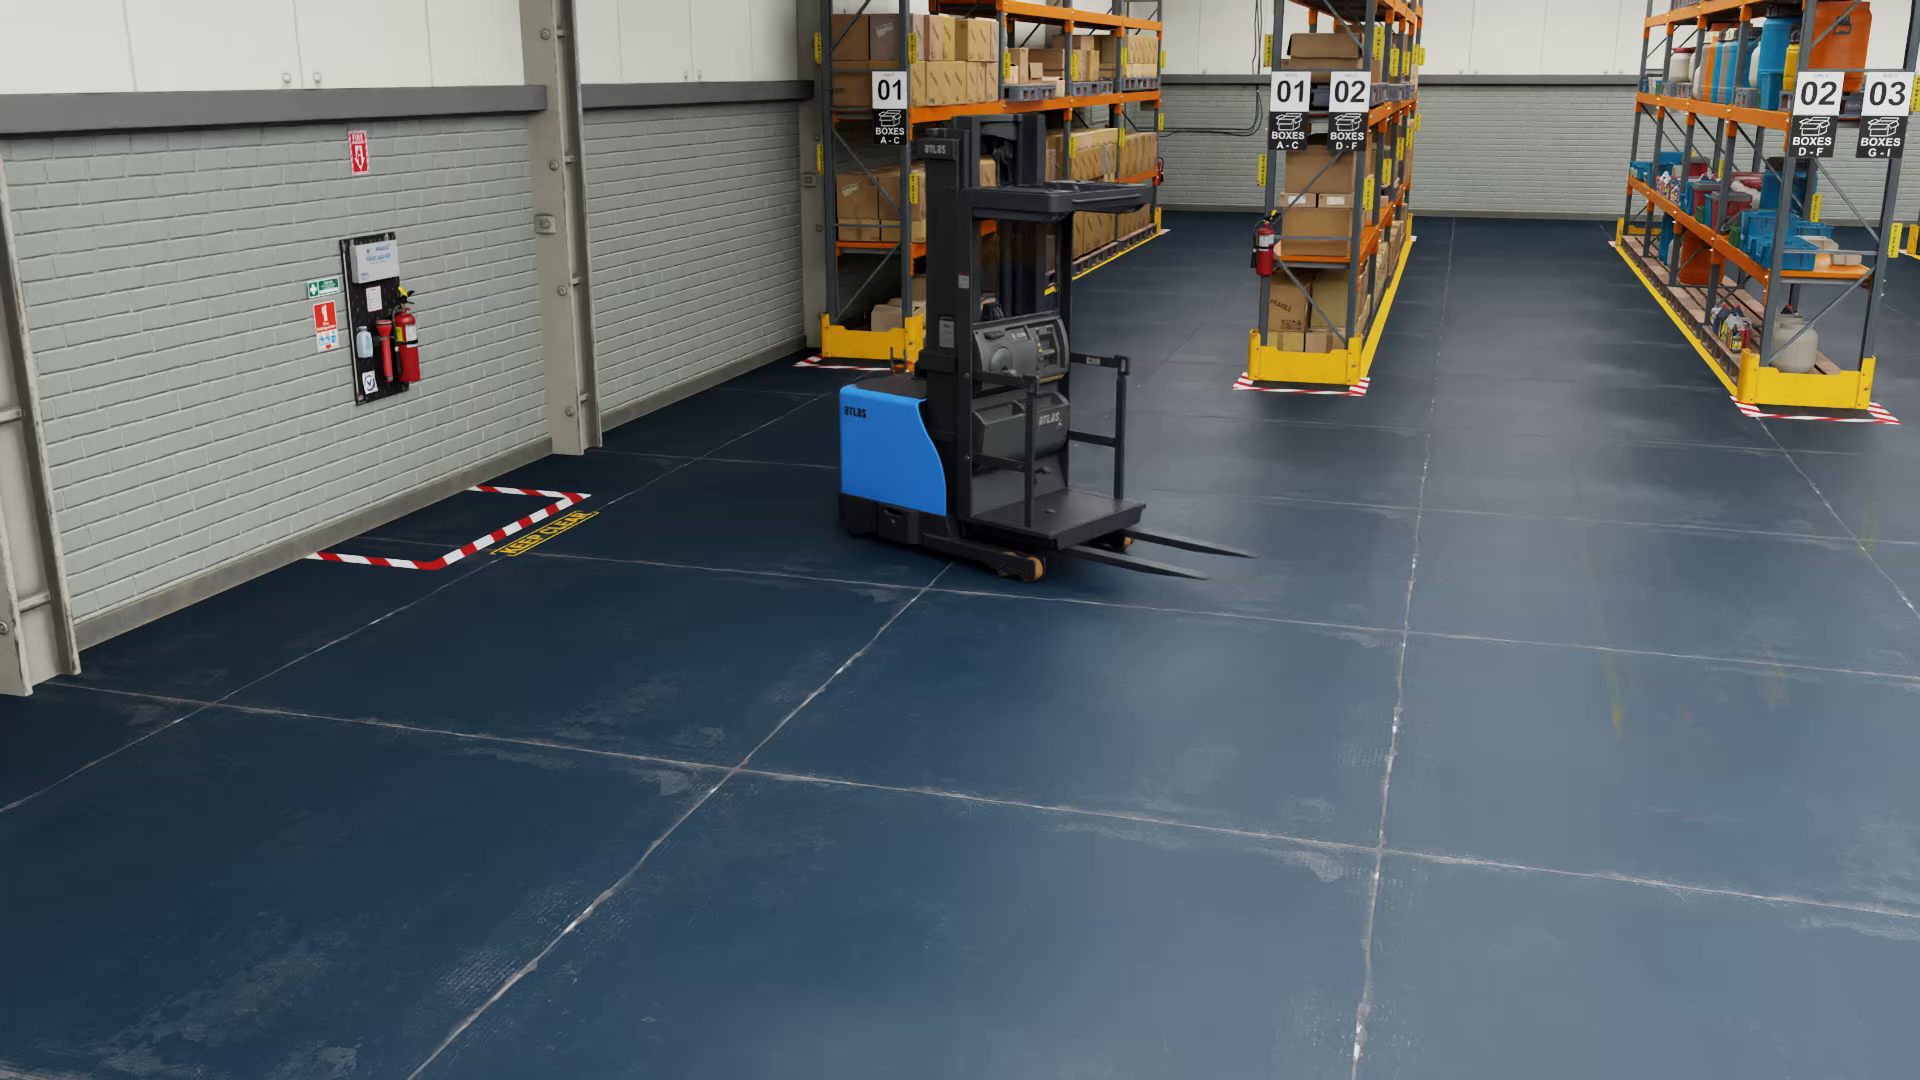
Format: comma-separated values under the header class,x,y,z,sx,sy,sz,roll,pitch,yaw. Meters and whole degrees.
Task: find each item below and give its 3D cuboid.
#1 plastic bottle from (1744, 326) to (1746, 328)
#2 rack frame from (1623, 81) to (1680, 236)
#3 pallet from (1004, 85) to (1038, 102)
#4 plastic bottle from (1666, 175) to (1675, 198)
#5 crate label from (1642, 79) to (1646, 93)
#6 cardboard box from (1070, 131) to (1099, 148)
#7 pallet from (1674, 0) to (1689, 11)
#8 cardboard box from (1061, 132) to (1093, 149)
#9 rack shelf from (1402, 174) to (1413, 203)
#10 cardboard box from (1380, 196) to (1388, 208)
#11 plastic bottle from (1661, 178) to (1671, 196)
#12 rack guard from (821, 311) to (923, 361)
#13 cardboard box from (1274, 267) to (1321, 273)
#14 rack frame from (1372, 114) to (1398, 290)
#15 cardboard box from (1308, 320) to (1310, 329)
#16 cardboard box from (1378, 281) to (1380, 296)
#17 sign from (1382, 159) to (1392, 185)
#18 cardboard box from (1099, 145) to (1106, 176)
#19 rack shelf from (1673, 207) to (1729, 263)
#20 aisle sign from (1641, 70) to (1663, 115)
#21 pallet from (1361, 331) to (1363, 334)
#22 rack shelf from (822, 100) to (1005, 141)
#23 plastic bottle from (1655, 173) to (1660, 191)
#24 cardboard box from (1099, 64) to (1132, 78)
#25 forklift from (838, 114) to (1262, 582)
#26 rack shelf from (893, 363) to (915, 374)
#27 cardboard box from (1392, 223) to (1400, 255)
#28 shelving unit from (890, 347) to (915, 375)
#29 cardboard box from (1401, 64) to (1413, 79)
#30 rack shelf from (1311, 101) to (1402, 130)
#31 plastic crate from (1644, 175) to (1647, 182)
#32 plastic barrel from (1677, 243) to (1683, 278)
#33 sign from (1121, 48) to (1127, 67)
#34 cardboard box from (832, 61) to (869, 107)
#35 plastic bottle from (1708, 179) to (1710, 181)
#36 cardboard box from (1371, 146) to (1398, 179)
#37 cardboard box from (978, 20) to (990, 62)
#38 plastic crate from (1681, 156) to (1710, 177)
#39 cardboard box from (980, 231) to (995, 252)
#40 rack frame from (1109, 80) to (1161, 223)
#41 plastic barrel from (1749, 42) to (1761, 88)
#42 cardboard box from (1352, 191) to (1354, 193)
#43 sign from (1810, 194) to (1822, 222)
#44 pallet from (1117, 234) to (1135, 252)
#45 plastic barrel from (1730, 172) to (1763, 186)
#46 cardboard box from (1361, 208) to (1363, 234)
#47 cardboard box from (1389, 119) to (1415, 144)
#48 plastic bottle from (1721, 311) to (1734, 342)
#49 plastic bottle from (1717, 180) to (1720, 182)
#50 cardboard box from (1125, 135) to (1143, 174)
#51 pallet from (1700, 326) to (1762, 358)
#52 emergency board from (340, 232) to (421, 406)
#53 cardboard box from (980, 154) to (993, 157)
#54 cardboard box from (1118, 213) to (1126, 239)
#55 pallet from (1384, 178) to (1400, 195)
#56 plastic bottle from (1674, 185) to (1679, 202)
class,x,y,z,sx,sy,sz,roll,pitch,yaw
plastic bottle,8.865,-2.318,18.826,0.097,0.201,0.097,0,16,0
rack frame,13.002,-6.978,30.934,1.000,3.000,0.127,5,16,16
pallet,0.370,-6.113,22.731,1.213,0.211,1.003,5,16,16
plastic bottle,10.934,-5.421,25.535,0.144,0.351,0.185,5,16,16
crate label,12.430,-8.133,29.783,0.408,0.251,0.502,5,16,16
cardboard box,2.035,-6.720,27.883,0.500,0.250,0.500,4,16,15
pallet,11.659,-8.316,25.735,1.003,0.211,1.213,5,16,16
cardboard box,1.896,-6.585,27.411,0.500,0.250,0.500,5,17,16
rack shelf,7.685,-6.494,30.545,1.077,0.370,4.000,5,16,16
cardboard box,5.989,-4.893,24.042,0.380,0.149,0.250,5,16,16
plastic bottle,11.105,-5.538,26.085,0.152,0.276,0.135,5,16,16
rack guard,-1.022,-2.378,19.296,1.175,0.500,0.348,5,16,16
cardboard box,3.987,-2.974,19.713,0.500,0.500,0.500,5,16,16
rack frame,5.980,-5.270,24.913,1.000,3.000,0.127,5,16,16
cardboard box,3.706,-2.351,18.892,0.500,0.250,0.500,5,16,16
cardboard box,5.487,-3.459,22.795,0.500,0.250,0.500,4,16,14
sign,5.376,-4.636,20.944,0.100,0.325,0.005,5,16,16
cardboard box,2.190,-6.495,28.467,0.500,0.500,0.500,5,16,16
rack shelf,10.160,-4.016,21.809,1.077,0.370,4.000,5,16,16
aisle sign,12.737,-8.271,30.727,0.394,0.787,0.004,5,16,16
pallet,4.232,-2.357,19.753,1.003,0.211,1.213,5,16,16
rack shelf,-0.476,-5.181,20.418,1.077,0.370,4.000,5,16,16
plastic bottle,11.352,-5.813,27.039,0.061,0.283,0.133,5,16,16
cardboard box,2.815,-8.481,30.059,0.500,0.250,0.500,5,16,16
forklift,0.573,-1.296,11.027,3.031,2.935,1.130,13,21,39
rack shelf,-0.248,-1.273,12.653,0.480,0.148,0.258,-9,14,-29
cardboard box,7.103,-5.046,27.896,0.500,0.500,0.500,5,16,16
shelving unit,-0.235,-0.890,12.738,0.503,1.200,0.258,-9,14,-29
cardboard box,7.493,-8.036,28.526,0.500,0.250,0.500,5,16,16
rack shelf,5.412,-5.844,22.757,1.077,0.370,4.000,5,16,16
plastic crate,11.925,-6.142,28.380,0.437,0.125,0.590,5,16,16
plastic barrel,10.926,-4.174,24.838,0.421,0.512,0.421,0,16,0
sign,2.889,-8.503,29.291,0.100,0.325,0.005,5,16,16
cardboard box,-1.168,-5.190,18.913,0.500,0.500,0.500,6,17,20
plastic bottle,11.653,-5.484,25.901,0.097,0.271,0.097,0,16,0
cardboard box,6.674,-6.100,26.885,0.700,0.500,0.500,1,16,2
cardboard box,0.064,-6.292,20.965,0.500,0.500,0.500,6,17,19
plastic crate,12.359,-6.205,27.983,0.402,0.464,0.583,5,16,16
cardboard box,0.408,-4.286,23.844,0.500,0.250,0.500,4,16,15
rack frame,3.503,-7.746,33.643,1.000,3.000,0.127,5,16,16
plastic barrel,9.281,-5.440,19.040,0.421,0.512,0.421,0,16,0
cardboard box,4.097,-3.693,17.979,0.380,0.149,0.250,4,16,14
sign,10.116,-3.926,19.667,0.100,0.325,0.005,5,16,16
pallet,2.657,-5.551,31.014,1.003,0.211,1.213,5,16,16
plastic barrel,10.887,-4.806,23.026,0.600,0.536,0.708,5,16,16
cardboard box,4.433,-3.886,19.849,0.700,0.500,0.500,5,17,17
cardboard box,8.248,-7.622,31.190,0.500,0.500,0.500,5,17,17
plastic bottle,8.790,-2.436,18.970,0.144,0.351,0.185,4,16,15
plastic bottle,11.711,-5.420,25.670,0.152,0.276,0.135,5,16,16
cardboard box,2.946,-7.366,31.754,0.980,0.700,0.700,4,16,13
pallet,9.361,-2.325,19.638,1.003,0.211,1.213,5,16,16
emergency board,-4.118,-1.597,11.964,0.194,1.169,0.643,5,16,16
cardboard box,0.593,-5.317,24.090,0.700,0.500,0.500,7,17,24
cardboard box,2.677,-5.887,30.899,0.700,0.500,0.500,5,17,17
pallet,6.528,-5.687,26.734,1.003,0.211,1.213,5,16,16
plastic bottle,10.605,-5.102,24.556,0.097,0.271,0.097,0,16,0
